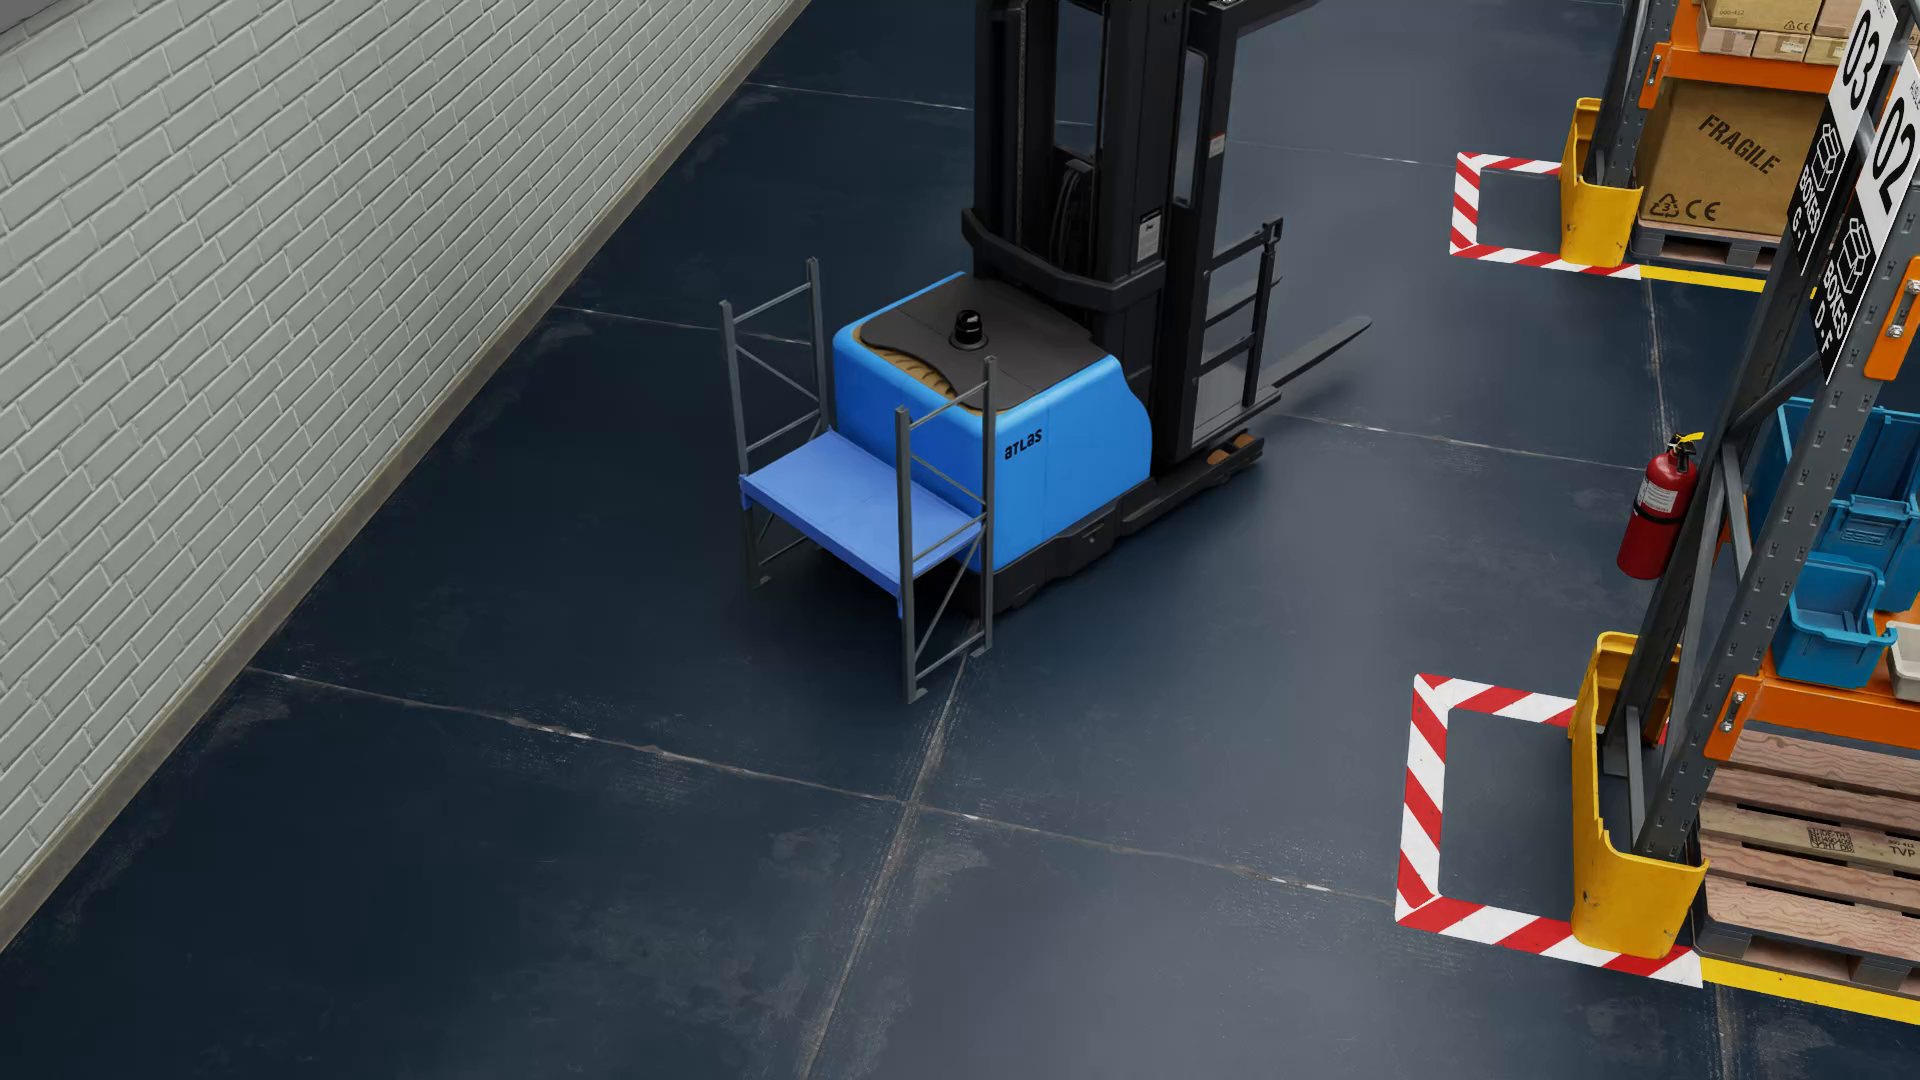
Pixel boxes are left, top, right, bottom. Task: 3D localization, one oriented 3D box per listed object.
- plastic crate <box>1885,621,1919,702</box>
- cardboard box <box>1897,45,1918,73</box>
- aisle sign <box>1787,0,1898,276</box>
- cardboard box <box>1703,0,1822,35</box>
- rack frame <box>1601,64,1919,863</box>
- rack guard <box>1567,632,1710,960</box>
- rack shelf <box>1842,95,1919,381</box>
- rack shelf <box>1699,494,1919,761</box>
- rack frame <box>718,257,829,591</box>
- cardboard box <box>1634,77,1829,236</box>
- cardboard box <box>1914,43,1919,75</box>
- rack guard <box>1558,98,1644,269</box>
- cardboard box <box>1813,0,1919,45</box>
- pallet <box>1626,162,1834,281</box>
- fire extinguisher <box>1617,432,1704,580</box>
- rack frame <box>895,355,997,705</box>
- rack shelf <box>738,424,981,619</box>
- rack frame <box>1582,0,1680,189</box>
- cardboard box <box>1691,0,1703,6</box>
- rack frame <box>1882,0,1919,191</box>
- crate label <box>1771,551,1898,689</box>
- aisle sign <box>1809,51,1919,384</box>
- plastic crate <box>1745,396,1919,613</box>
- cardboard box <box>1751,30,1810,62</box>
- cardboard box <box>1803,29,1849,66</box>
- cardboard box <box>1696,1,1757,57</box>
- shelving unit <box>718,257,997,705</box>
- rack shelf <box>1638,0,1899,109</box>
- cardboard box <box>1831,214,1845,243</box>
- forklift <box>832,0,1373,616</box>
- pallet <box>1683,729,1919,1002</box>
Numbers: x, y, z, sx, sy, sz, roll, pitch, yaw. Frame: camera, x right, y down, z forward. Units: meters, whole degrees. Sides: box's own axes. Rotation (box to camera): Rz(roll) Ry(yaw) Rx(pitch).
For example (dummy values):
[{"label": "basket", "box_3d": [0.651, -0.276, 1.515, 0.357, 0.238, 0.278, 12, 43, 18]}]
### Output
[{"label": "plastic crate", "box_3d": [3.004, 0.403, 5.121, 0.298, 0.136, 0.250, 10, 41, 11]}, {"label": "cardboard box", "box_3d": [4.848, -2.616, 8.752, 0.250, 0.149, 0.380, 9, 41, 11]}, {"label": "aisle sign", "box_3d": [2.569, -1.215, 4.867, 0.004, 0.787, 0.394, 10, 41, 11]}, {"label": "cardboard box", "box_3d": [4.237, -2.912, 8.794, 0.500, 0.250, 0.500, 9, 41, 10]}, {"label": "rack frame", "box_3d": [2.562, -0.025, 5.473, 0.127, 3.000, 1.000, 10, 41, 11]}, {"label": "rack guard", "box_3d": [2.536, 0.936, 6.272, 0.348, 0.500, 1.175, 10, 41, 11]}, {"label": "rack shelf", "box_3d": [4.494, -0.566, 4.343, 4.000, 0.370, 1.077, 10, 41, 11]}, {"label": "rack shelf", "box_3d": [4.494, 0.582, 5.308, 4.000, 0.370, 1.077, 10, 41, 11]}, {"label": "rack frame", "box_3d": [-0.767, -0.466, 7.164, 0.500, 1.500, 0.032, -33, 50, -33]}, {"label": "cardboard box", "box_3d": [4.482, -2.393, 9.617, 0.875, 0.875, 0.875, 10, 41, 11]}, {"label": "cardboard box", "box_3d": [5.094, -2.573, 8.701, 0.250, 0.149, 0.380, 9, 41, 11]}, {"label": "rack guard", "box_3d": [3.820, -2.149, 9.945, 0.348, 0.500, 1.175, 10, 41, 11]}, {"label": "cardboard box", "box_3d": [4.741, -2.829, 8.696, 0.500, 0.250, 0.500, 9, 41, 11]}, {"label": "pallet", "box_3d": [4.635, -1.950, 9.933, 1.213, 0.211, 1.003, 10, 41, 11]}, {"label": "fire extinguisher", "box_3d": [2.534, -0.160, 5.983, 0.183, 0.674, 0.296, 10, 41, 11]}, {"label": "rack frame", "box_3d": [-0.048, -0.004, 6.613, 0.500, 1.500, 0.032, -33, 50, -33]}, {"label": "rack shelf", "box_3d": [-0.408, -0.097, 7.004, 0.538, 0.185, 1.000, -33, 50, -33]}, {"label": "rack frame", "box_3d": [3.843, -3.103, 9.136, 0.127, 3.000, 1.000, 10, 41, 11]}, {"label": "cardboard box", "box_3d": [4.272, -3.152, 9.390, 0.250, 0.149, 0.380, 11, 41, 12]}, {"label": "rack frame", "box_3d": [2.562, -2.323, 3.543, 0.127, 3.000, 1.000, 10, 41, 11]}, {"label": "crate label", "box_3d": [2.716, 0.261, 5.215, 0.303, 0.233, 0.416, 10, 41, 11]}, {"label": "aisle sign", "box_3d": [2.416, -0.848, 4.431, 0.004, 0.787, 0.394, 10, 41, 11]}, {"label": "plastic crate", "box_3d": [2.934, -0.122, 5.514, 0.499, 0.435, 0.616, 10, 41, 11]}, {"label": "cardboard box", "box_3d": [4.349, -2.701, 8.853, 0.250, 0.149, 0.380, 9, 41, 11]}, {"label": "cardboard box", "box_3d": [4.596, -2.658, 8.803, 0.250, 0.149, 0.380, 9, 41, 10]}, {"label": "cardboard box", "box_3d": [4.100, -2.742, 8.903, 0.250, 0.149, 0.380, 10, 41, 12]}, {"label": "shelving unit", "box_3d": [-0.408, -0.235, 6.888, 0.538, 1.500, 1.048, -33, 50, -33]}, {"label": "rack shelf", "box_3d": [5.775, -2.495, 8.972, 4.000, 0.370, 1.077, 10, 41, 11]}, {"label": "cardboard box", "box_3d": [5.361, -2.242, 9.437, 0.875, 0.875, 0.875, 10, 41, 11]}, {"label": "forklift", "box_3d": [0.854, -1.615, 7.418, 3.031, 2.935, 1.130, -31, 49, -31]}, {"label": "pallet", "box_3d": [3.349, 1.204, 6.177, 1.213, 0.211, 1.003, 10, 41, 11]}]
